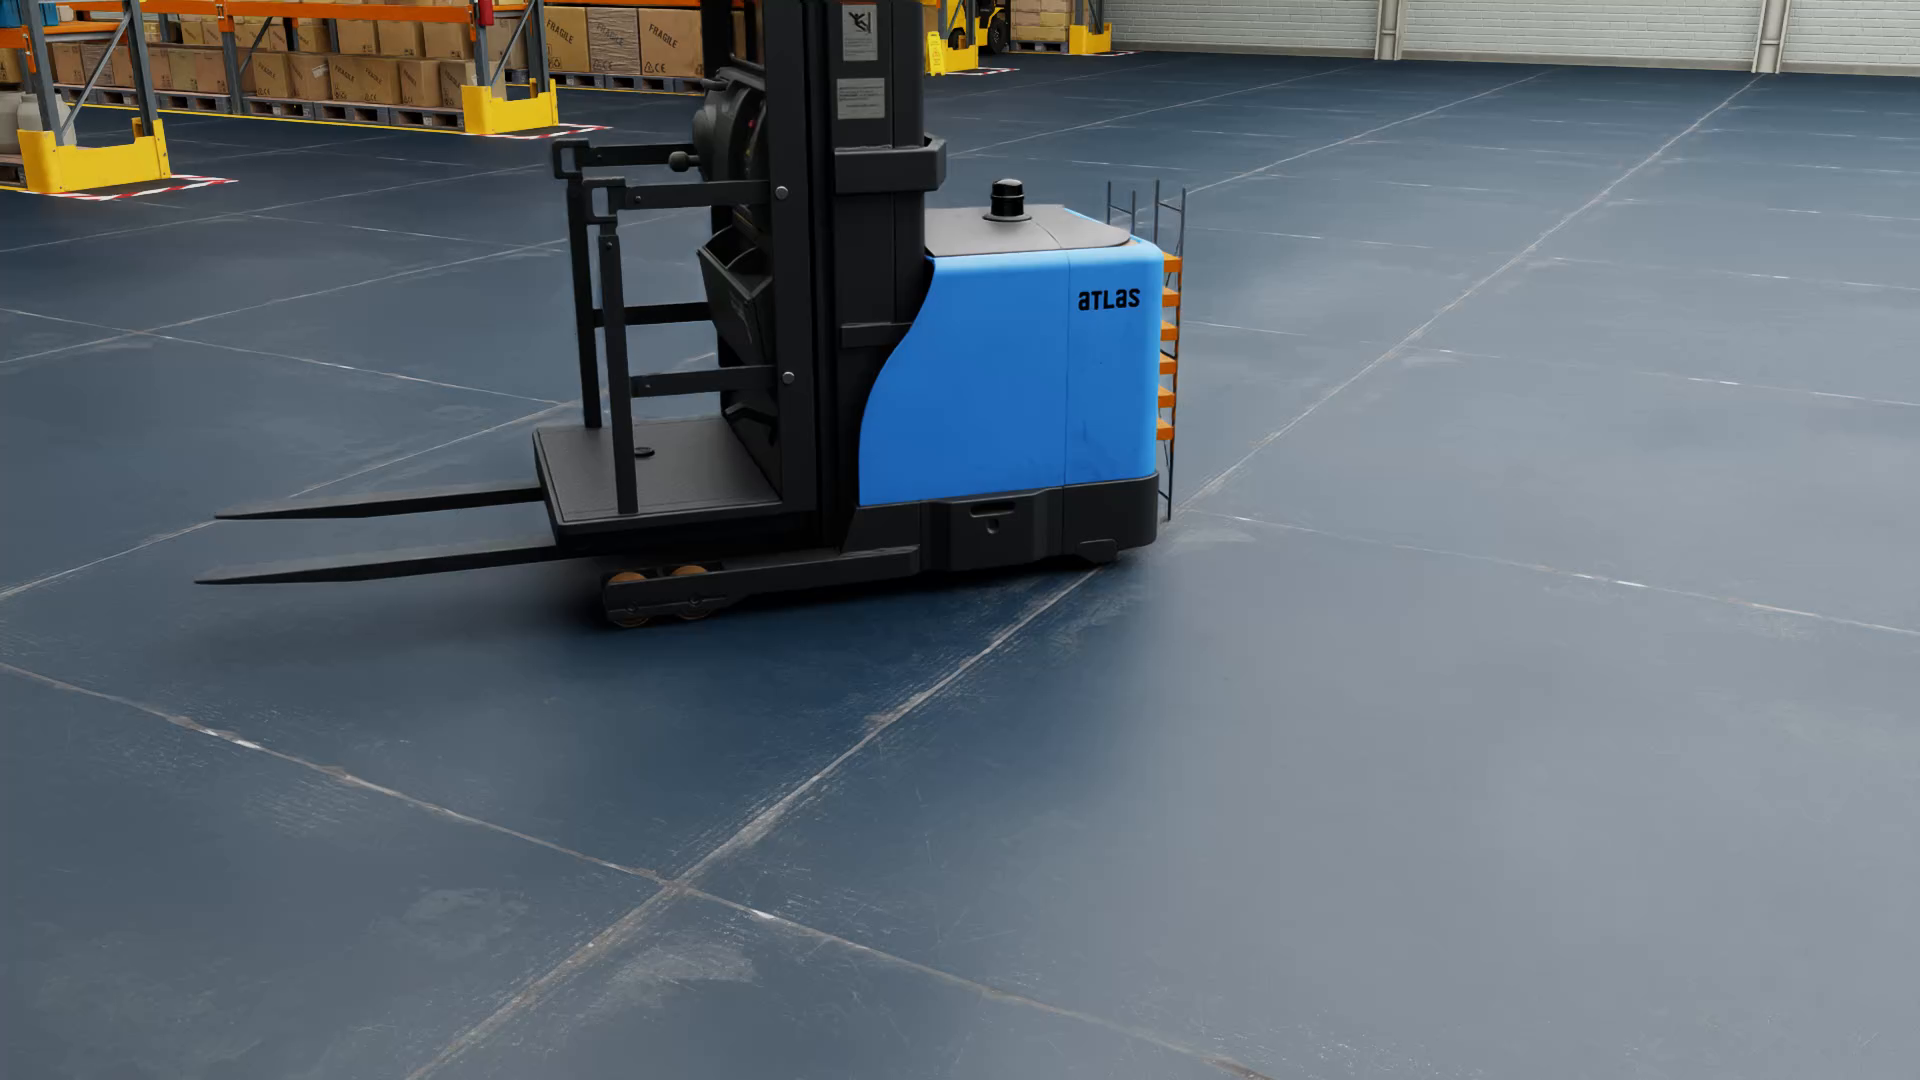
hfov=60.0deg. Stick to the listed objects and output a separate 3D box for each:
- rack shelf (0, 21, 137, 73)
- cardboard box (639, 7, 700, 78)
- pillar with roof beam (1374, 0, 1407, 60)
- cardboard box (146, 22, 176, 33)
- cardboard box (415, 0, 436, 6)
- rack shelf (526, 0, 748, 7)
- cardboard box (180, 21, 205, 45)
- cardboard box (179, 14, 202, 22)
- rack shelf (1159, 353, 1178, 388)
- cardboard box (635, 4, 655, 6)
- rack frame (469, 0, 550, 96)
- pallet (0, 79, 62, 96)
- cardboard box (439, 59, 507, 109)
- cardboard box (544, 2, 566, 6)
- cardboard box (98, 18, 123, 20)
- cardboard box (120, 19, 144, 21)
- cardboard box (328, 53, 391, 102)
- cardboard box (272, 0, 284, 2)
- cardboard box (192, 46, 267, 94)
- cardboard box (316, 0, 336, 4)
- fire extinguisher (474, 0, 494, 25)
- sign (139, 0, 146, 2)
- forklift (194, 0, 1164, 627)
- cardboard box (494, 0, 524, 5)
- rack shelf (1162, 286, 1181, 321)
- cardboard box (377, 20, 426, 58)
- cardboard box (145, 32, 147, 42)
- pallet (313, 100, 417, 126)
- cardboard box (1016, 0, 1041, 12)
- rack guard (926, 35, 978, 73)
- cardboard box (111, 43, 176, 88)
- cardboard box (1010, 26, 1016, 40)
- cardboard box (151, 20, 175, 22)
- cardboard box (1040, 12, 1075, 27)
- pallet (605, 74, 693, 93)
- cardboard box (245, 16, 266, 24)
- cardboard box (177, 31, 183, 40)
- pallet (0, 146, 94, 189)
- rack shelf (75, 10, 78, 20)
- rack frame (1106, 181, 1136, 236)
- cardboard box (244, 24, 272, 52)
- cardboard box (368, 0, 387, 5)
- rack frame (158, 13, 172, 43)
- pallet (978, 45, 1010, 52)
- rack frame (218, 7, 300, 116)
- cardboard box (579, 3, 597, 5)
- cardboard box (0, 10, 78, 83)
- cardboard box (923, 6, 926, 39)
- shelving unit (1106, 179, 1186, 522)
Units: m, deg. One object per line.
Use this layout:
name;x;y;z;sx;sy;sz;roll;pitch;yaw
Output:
rack shelf;-9.045;-4.471;14.847;4.000;0.370;1.077;11;23;27
cardboard box;-3.770;-6.848;22.846;0.875;0.875;0.875;10;22;26
pillar with roof beam;5.337;-11.305;23.833;0.400;9.000;9.100;11;23;27
cardboard box;-13.291;-8.525;27.661;0.250;0.149;0.380;12;23;29
cardboard box;-5.695;-5.887;18.064;0.250;0.149;0.380;11;23;27
rack shelf;-4.123;-7.405;22.937;4.000;0.370;1.077;11;23;27
cardboard box;-12.337;-8.227;27.197;0.500;0.500;0.500;12;23;29
cardboard box;-12.337;-8.580;27.070;0.500;0.250;0.500;10;22;25
rack shelf;0.641;-0.616;5.934;0.180;0.103;0.258;-6;21;-17
cardboard box;-6.444;-10.992;34.819;0.500;0.500;0.500;10;22;25
rack frame;-4.884;-5.951;17.873;0.127;3.000;1.000;11;23;27
pallet;-12.520;-6.124;22.439;1.213;0.211;1.003;11;23;27
cardboard box;-5.421;-5.082;18.527;0.500;0.500;0.500;16;25;37
cardboard box;-7.598;-9.570;30.349;0.875;0.875;0.875;11;22;27
cardboard box;-14.823;-9.042;29.086;0.250;0.149;0.380;12;23;29
cardboard box;-14.208;-8.877;28.632;0.250;0.149;0.380;10;22;25
cardboard box;-6.962;-5.388;19.368;0.500;0.500;0.500;9;22;23
cardboard box;-7.668;-6.256;19.080;0.250;0.149;0.380;11;23;27
cardboard box;-8.902;-5.757;20.357;0.500;0.500;0.700;9;22;23
cardboard box;-7.019;-6.128;18.727;0.250;0.149;0.380;11;23;27
fire extinguisher;-5.009;-5.759;17.455;0.183;0.674;0.296;11;23;27
sign;-7.027;-4.770;14.210;0.005;0.325;0.100;11;23;27
forklift;-0.904;-1.311;5.180;3.031;2.935;1.130;-6;21;-17
cardboard box;-5.016;-5.952;18.242;0.250;0.149;0.380;11;23;27
rack shelf;0.641;-0.841;5.852;0.180;0.103;0.258;-6;21;-17
cardboard box;-8.108;-7.609;25.126;0.750;0.750;1.050;11;23;28
cardboard box;-13.525;-8.403;27.760;0.250;0.149;0.380;10;22;25
pallet;-6.703;-5.002;19.345;1.213;0.211;1.003;11;23;27
cardboard box;1.364;-9.822;30.492;0.500;0.250;0.500;11;23;28
rack guard;-0.117;-7.739;26.467;0.348;0.500;1.175;11;23;27
cardboard box;-10.285;-6.027;21.103;0.500;0.500;0.700;13;24;32
cardboard box;0.940;-9.440;30.907;0.500;0.250;0.500;11;23;28
cardboard box;-13.509;-8.753;28.290;0.250;0.149;0.380;10;22;27
cardboard box;1.789;-9.508;30.360;0.500;0.250;0.500;10;22;27
pallet;-4.174;-6.413;23.235;1.213;0.211;1.003;11;23;27
cardboard box;-10.968;-8.322;26.358;0.500;0.250;0.500;11;23;29
cardboard box;-13.013;-8.559;28.191;0.250;0.149;0.380;12;23;30
pallet;-8.095;-3.301;14.656;1.213;0.211;1.003;11;23;27
rack shelf;-13.614;-7.276;22.580;4.000;0.370;1.077;11;23;27
rack frame;0.554;-0.648;5.892;0.006;1.200;0.240;-6;21;-17
cardboard box;-10.984;-7.966;26.477;0.500;0.500;0.500;10;22;25
cardboard box;-6.333;-6.022;18.436;0.250;0.149;0.380;11;23;27
rack frame;-12.853;-9.407;27.398;0.127;3.000;1.000;11;23;27
pallet;0.617;-9.387;31.433;1.213;0.211;1.003;11;23;27
rack frame;-8.376;-6.616;19.707;0.127;3.000;1.000;11;23;27
cardboard box;-7.797;-11.250;35.531;0.500;0.500;0.500;12;23;30
cardboard box;-12.460;-6.601;22.164;0.875;0.875;1.225;10;22;25
cardboard box;-0.878;-8.214;26.428;0.500;0.500;0.500;11;23;28
shelving unit;0.641;-0.658;5.919;0.189;1.200;0.258;-6;21;-17
